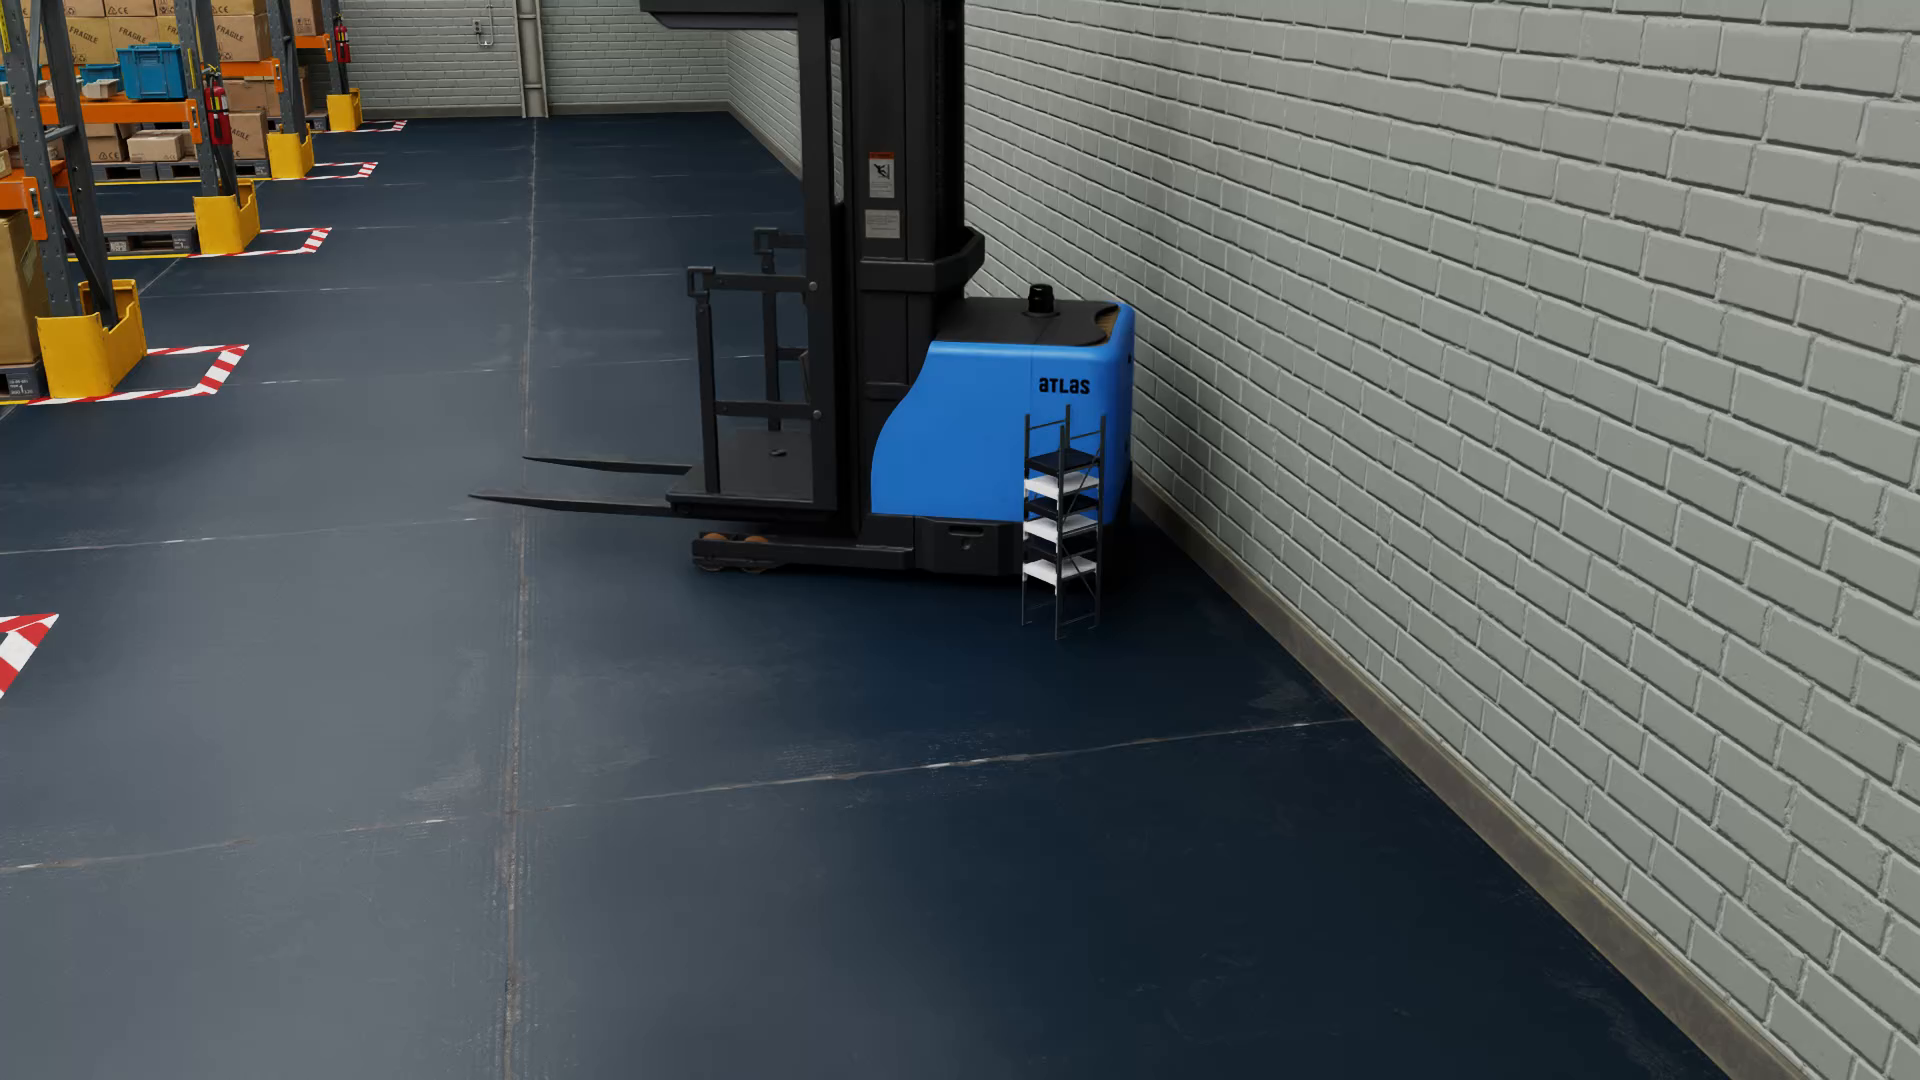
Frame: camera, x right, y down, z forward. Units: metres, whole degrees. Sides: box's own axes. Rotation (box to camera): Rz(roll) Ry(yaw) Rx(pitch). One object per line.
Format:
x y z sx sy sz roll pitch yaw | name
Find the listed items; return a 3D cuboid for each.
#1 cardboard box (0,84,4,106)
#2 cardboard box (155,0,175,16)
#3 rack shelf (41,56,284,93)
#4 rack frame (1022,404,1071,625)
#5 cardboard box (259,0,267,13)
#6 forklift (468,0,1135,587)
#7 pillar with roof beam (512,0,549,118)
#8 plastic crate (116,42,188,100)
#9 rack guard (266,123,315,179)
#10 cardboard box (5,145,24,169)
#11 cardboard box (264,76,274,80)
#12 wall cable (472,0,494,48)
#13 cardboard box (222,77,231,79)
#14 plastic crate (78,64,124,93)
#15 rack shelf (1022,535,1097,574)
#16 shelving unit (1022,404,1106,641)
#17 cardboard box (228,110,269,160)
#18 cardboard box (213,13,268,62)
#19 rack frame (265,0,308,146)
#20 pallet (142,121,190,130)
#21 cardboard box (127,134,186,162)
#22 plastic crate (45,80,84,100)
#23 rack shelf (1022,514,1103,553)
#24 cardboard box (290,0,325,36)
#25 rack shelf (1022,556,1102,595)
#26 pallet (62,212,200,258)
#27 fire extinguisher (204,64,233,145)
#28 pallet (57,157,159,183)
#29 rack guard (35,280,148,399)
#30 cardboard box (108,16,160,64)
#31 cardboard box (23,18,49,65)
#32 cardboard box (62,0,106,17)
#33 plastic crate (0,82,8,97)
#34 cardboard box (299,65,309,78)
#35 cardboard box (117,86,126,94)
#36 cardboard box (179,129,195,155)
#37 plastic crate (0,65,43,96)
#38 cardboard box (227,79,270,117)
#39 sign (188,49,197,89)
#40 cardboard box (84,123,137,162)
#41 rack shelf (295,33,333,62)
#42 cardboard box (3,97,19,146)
-5.975 -2.768 9.706 0.500 0.500 0.500 -4 21 -12 | cardboard box
-8.699 -6.139 18.612 0.500 0.500 0.500 -4 21 -11 | cardboard box
-9.784 -5.294 18.951 4.000 0.370 1.077 -5 21 -12 | rack shelf
0.350 -0.097 6.770 0.240 0.900 0.006 -16 25 -37 | rack frame
-8.330 -6.359 19.215 0.500 0.500 0.500 -4 20 -11 | cardboard box
-0.744 -1.400 7.376 3.031 2.935 1.130 3 20 9 | forklift
-5.562 -9.327 20.193 0.400 9.000 9.100 -5 21 -12 | pillar with roof beam
-6.984 -4.087 14.472 0.499 0.435 0.616 -5 21 -12 | plastic crate
-7.912 -4.610 19.673 0.348 0.500 1.175 -5 21 -12 | rack guard
-5.983 -2.438 10.474 0.250 0.149 0.380 -4 21 -12 | cardboard box
-9.722 -6.616 23.594 0.250 0.149 0.380 -5 21 -13 | cardboard box
-7.953 -8.343 24.751 1.851 1.984 0.084 -5 21 -12 | wall cable
-10.548 -6.683 23.779 0.250 0.149 0.380 -4 21 -12 | cardboard box
-7.658 -4.119 14.856 0.300 0.233 0.416 -5 21 -12 | plastic crate
0.414 0.046 6.739 0.258 0.077 0.200 -16 25 -37 | rack shelf
0.414 -0.070 6.696 0.258 0.900 0.210 -16 25 -37 | shelving unit
-8.310 -4.697 19.271 0.500 0.500 0.500 -5 21 -12 | cardboard box
-8.211 -5.710 18.896 0.500 0.500 0.500 -4 20 -11 | cardboard box
-7.838 -5.790 19.259 0.127 3.000 1.000 -5 21 -12 | rack frame
-10.926 -5.953 23.760 1.213 0.211 1.003 -5 21 -12 | pallet
-9.241 -4.515 19.136 0.500 0.250 0.500 -5 21 -12 | cardboard box
-7.739 -3.892 14.376 0.243 0.136 0.396 -5 21 -12 | plastic crate
0.414 -0.038 6.708 0.258 0.077 0.200 -16 25 -37 | rack shelf
-9.475 -7.545 23.614 0.700 0.700 0.980 -4 20 -10 | cardboard box
0.414 0.131 6.770 0.258 0.077 0.200 -16 25 -37 | rack shelf
-7.513 -2.770 15.069 1.213 0.211 1.003 -5 21 -12 | pallet
-6.450 -3.780 14.427 0.183 0.674 0.296 -5 21 -12 | fire extinguisher
-9.872 -4.315 19.289 1.213 0.211 1.003 -5 21 -12 | pallet
-5.538 -1.302 10.641 0.348 0.500 1.175 -5 21 -12 | rack guard
-9.202 -5.630 18.678 0.500 0.500 0.500 -4 21 -12 | cardboard box
-10.187 -5.550 18.458 0.500 0.500 0.500 -5 21 -13 | cardboard box
-9.702 -6.055 18.385 0.500 0.500 0.500 -4 20 -11 | cardboard box
-8.288 -3.833 14.212 0.250 0.136 0.298 -5 21 -12 | plastic crate
-9.564 -6.764 23.998 0.250 0.149 0.380 -5 21 -12 | cardboard box
-11.633 -6.218 23.452 0.500 0.500 0.700 -5 21 -13 | cardboard box
-8.919 -4.718 19.690 0.500 0.250 0.500 -5 21 -12 | cardboard box
-8.299 -4.067 14.713 0.300 0.233 0.416 -5 21 -12 | plastic crate
-10.126 -6.342 23.792 0.500 0.500 0.700 -5 21 -13 | cardboard box
-6.559 -4.025 14.205 0.005 0.325 0.100 -5 21 -12 | sign
-9.903 -4.658 19.159 0.637 0.503 0.797 -5 21 -12 | cardboard box
-10.927 -6.951 23.476 4.000 0.370 1.077 -5 21 -12 | rack shelf
-6.091 -2.595 10.324 0.500 0.250 0.500 -5 21 -14 | cardboard box
